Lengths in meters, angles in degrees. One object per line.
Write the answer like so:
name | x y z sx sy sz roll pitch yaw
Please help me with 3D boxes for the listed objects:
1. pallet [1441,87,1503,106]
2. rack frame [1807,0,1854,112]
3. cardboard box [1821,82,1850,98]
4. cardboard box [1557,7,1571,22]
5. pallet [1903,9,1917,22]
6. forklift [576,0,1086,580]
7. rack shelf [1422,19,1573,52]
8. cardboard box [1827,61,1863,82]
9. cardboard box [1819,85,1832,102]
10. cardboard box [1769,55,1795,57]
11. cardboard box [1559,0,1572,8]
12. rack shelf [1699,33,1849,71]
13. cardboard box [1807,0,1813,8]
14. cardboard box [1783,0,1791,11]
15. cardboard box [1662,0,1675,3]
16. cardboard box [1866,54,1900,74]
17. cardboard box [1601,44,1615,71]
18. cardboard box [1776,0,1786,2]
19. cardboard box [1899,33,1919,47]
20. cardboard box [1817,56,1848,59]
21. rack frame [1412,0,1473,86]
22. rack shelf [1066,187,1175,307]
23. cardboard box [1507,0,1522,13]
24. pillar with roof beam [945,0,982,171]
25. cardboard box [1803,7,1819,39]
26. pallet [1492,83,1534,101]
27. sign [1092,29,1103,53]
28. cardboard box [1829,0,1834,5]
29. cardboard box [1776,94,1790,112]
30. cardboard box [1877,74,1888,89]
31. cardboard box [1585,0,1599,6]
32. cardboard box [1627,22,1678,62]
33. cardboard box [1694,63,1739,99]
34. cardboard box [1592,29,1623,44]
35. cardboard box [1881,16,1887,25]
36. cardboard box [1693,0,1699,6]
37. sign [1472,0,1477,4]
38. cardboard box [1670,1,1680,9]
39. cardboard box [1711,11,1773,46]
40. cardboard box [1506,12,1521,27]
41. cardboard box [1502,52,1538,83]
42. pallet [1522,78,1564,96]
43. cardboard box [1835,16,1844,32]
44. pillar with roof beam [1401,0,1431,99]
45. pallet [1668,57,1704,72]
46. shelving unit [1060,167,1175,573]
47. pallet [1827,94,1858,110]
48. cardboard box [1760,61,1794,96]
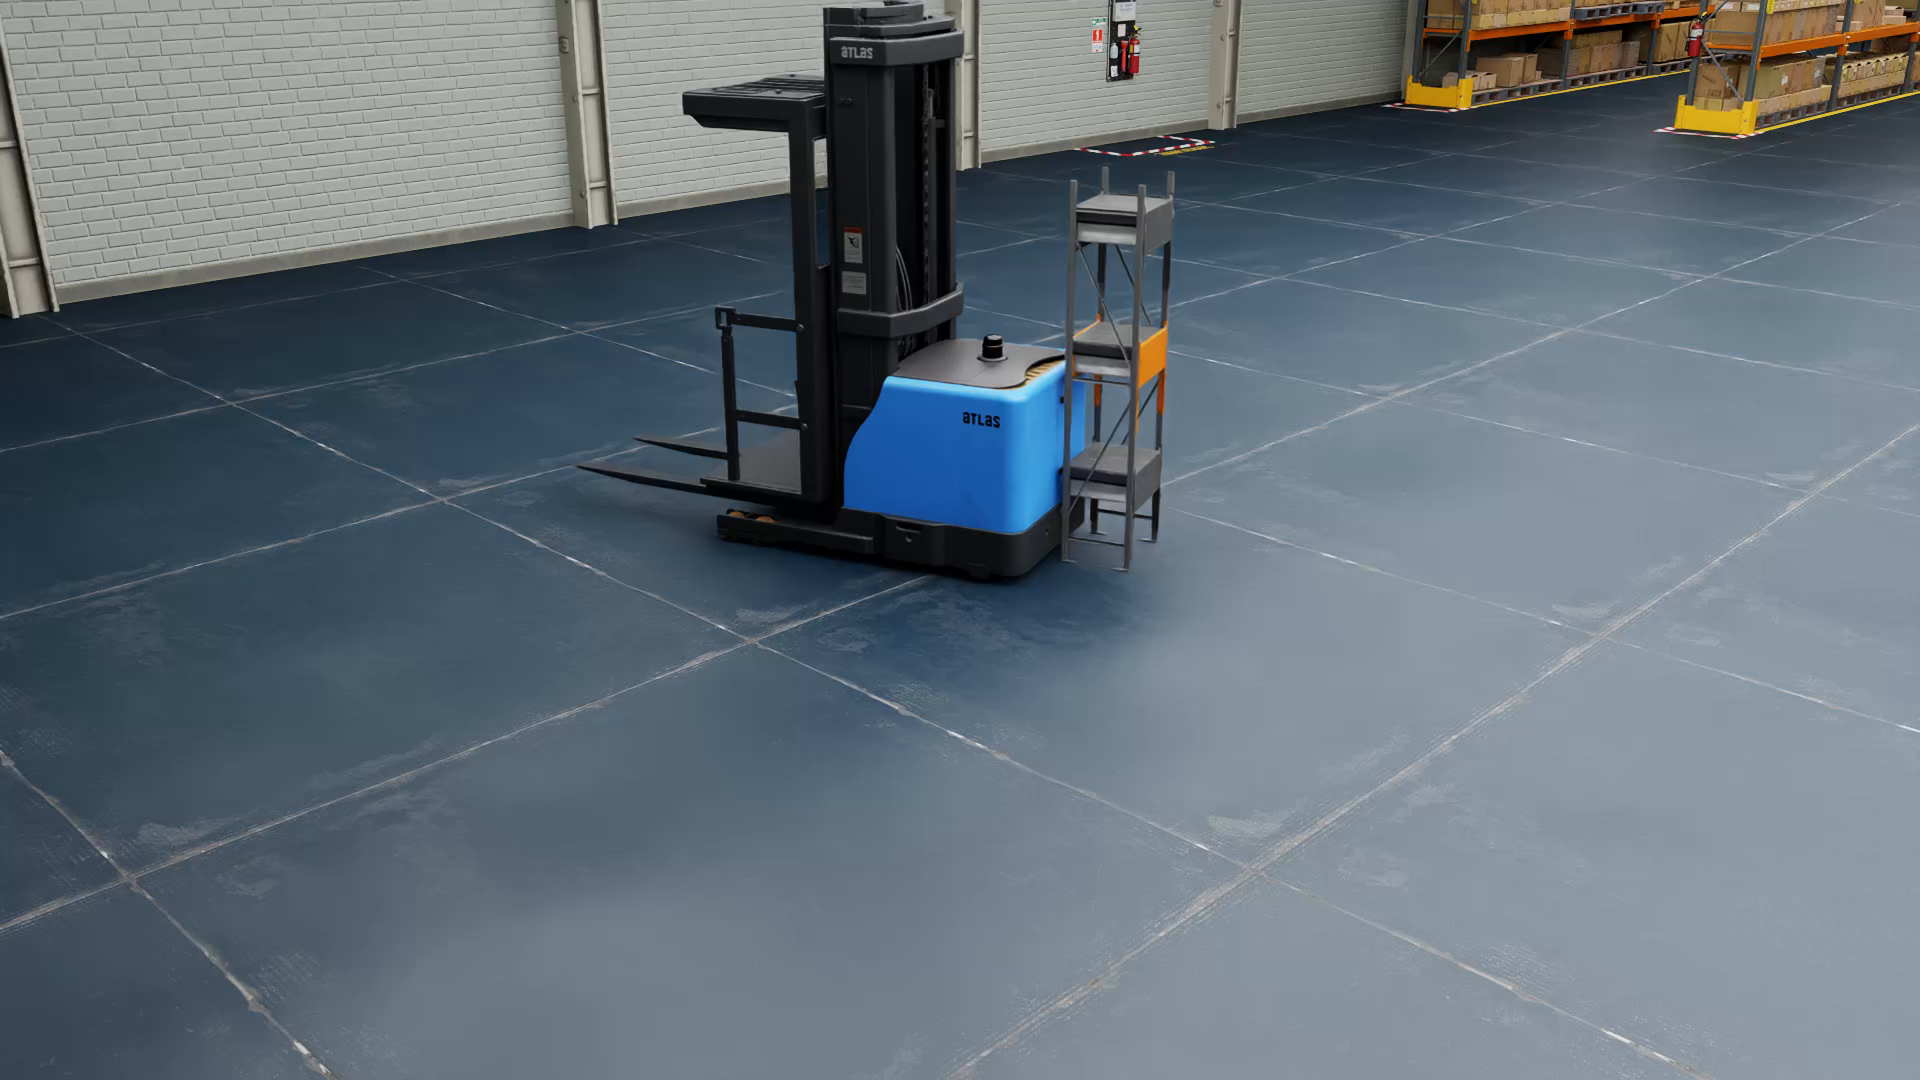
pallet | 9.194 -8.135 30.445 1.003 0.211 1.213 19 28 41
rack frame | 14.891 -9.006 28.826 1.000 3.000 0.127 19 28 41
cardboard box | 15.350 -7.961 29.352 0.500 0.250 0.500 18 28 39
cardboard box | 11.226 -9.987 31.558 0.500 0.250 0.500 19 28 41
pallet | 18.104 -10.137 32.034 1.213 0.211 1.003 19 28 41
forklift | -0.834 -1.495 9.378 3.031 2.935 1.130 10 23 23
rack shelf | 9.944 -9.395 30.840 1.077 0.370 4.000 19 28 41
cardboard box | 15.711 -8.352 29.589 0.500 0.311 0.500 19 28 40
cardboard box | 14.724 -7.745 28.791 0.500 0.250 0.500 19 28 41
cardboard box | 14.000 -8.098 28.663 0.500 0.500 0.500 19 28 41
cardboard box | 11.231 -10.336 31.420 0.500 0.500 0.500 19 28 41
rack shelf | 13.496 -8.156 27.617 1.077 0.370 4.000 19 28 41
cardboard box | 13.785 -8.837 27.342 0.250 0.149 0.380 -19 28 -40
cardboard box | 13.064 -8.571 26.650 0.380 0.149 0.250 19 28 40
cardboard box | 14.652 -11.529 34.807 0.500 0.500 0.500 -19 28 -40
cardboard box | 17.135 -8.877 30.956 0.500 0.311 0.500 19 28 40
cardboard box | 12.896 -9.876 33.959 0.700 0.500 0.500 19 28 40
cardboard box | 12.836 -8.897 26.594 0.700 0.500 0.500 18 28 39
cardboard box | 18.913 -10.002 33.242 0.500 0.250 0.500 19 28 40
cardboard box | 16.030 -8.748 30.619 0.500 0.311 0.500 19 28 40
rack frame | 8.549 -9.217 29.374 1.000 3.000 0.127 19 28 41
rack shelf | 0.848 -1.552 8.774 0.431 0.518 0.480 9 23 22
cardboard box | 9.814 -9.810 30.052 0.500 0.500 0.500 18 27 39
pillar with roof beam | 3.131 -8.252 18.500 9.100 9.000 0.400 19 28 41
cardboard box | 13.870 -8.672 27.817 0.500 0.500 0.700 -20 28 -41
pallet | 10.045 -8.447 31.257 1.003 0.211 1.213 19 28 41
sign | 2.021 -7.346 24.456 0.001 0.329 0.234 19 28 41
cardboard box | 14.500 -9.101 28.029 0.380 0.149 0.250 18 28 39
cardboard box | 13.330 -7.231 27.453 0.500 0.250 0.500 19 28 41
cardboard box | 16.779 -8.489 30.727 0.500 0.250 0.500 -19 28 -41
cardboard box | 12.114 -10.761 32.639 0.500 0.500 0.700 -17 27 -37
cardboard box | 14.737 -10.622 35.441 0.750 0.750 0.750 19 28 40
cardboard box | 12.262 -7.453 26.986 0.500 0.500 0.500 19 28 41
cardboard box | 13.222 -10.333 34.103 0.500 0.250 0.500 -20 28 -41
cardboard box | 16.832 -9.575 30.656 0.250 0.149 0.380 -18 27 -38
cardboard box | 15.776 -11.655 36.039 0.250 0.149 0.380 -19 28 -40
sign | 8.938 -9.485 28.865 0.100 0.325 0.005 19 28 41
cardboard box | 14.954 -11.302 35.120 0.250 0.149 0.380 -19 28 -40
cardboard box | 12.436 -8.142 26.437 0.700 0.500 0.500 19 28 41
cardboard box | 9.829 -9.469 30.210 0.500 0.250 0.500 19 28 40
cardboard box | 10.644 -9.007 31.698 0.500 0.500 0.500 17 27 37
pallet | 10.896 -8.762 32.077 1.003 0.211 1.213 19 28 41
cardboard box | 15.203 -9.074 29.210 0.500 0.250 0.500 -18 27 -39
pillar with roof beam | 11.502 -11.336 26.526 9.100 9.000 0.400 19 28 41
pallet | 15.585 -10.468 36.514 1.003 0.211 1.213 19 28 41
shelving unit | 0.848 -0.912 9.020 0.431 2.100 0.503 9 23 22
pallet | 15.377 -7.904 29.844 1.003 0.211 1.213 19 28 41
cardboard box | 13.321 -7.584 27.326 0.500 0.500 0.500 19 28 41
